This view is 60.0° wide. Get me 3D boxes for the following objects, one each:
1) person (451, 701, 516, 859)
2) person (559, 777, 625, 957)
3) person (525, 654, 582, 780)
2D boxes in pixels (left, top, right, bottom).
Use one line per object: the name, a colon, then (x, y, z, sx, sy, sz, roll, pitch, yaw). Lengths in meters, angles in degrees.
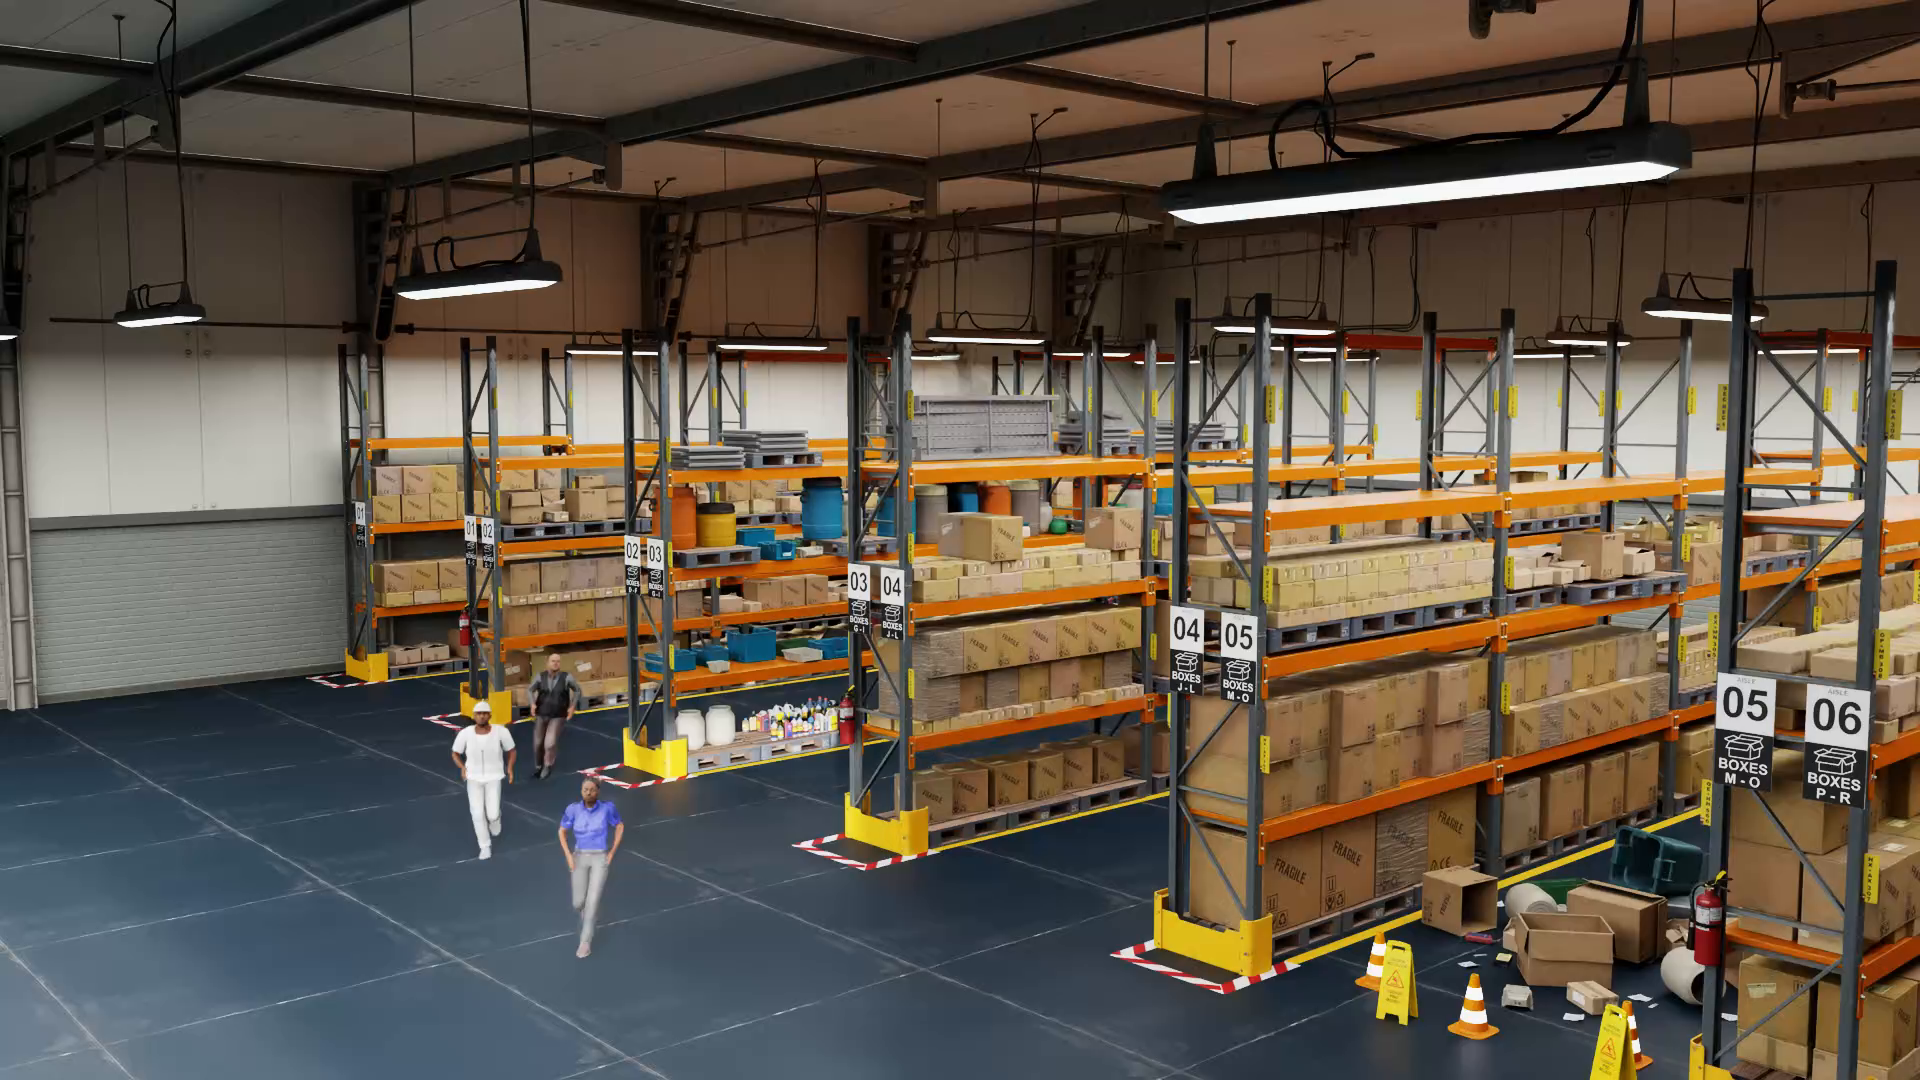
person: (-5.320, 2.651, 18.588, 0.702, 1.726, 0.611, -1, 5, -12)
person: (-3.426, 2.987, 15.494, 0.598, 1.627, 0.687, -1, 5, -8)
person: (-5.424, 2.349, 22.106, 0.712, 1.672, 0.607, 0, 5, 1)
